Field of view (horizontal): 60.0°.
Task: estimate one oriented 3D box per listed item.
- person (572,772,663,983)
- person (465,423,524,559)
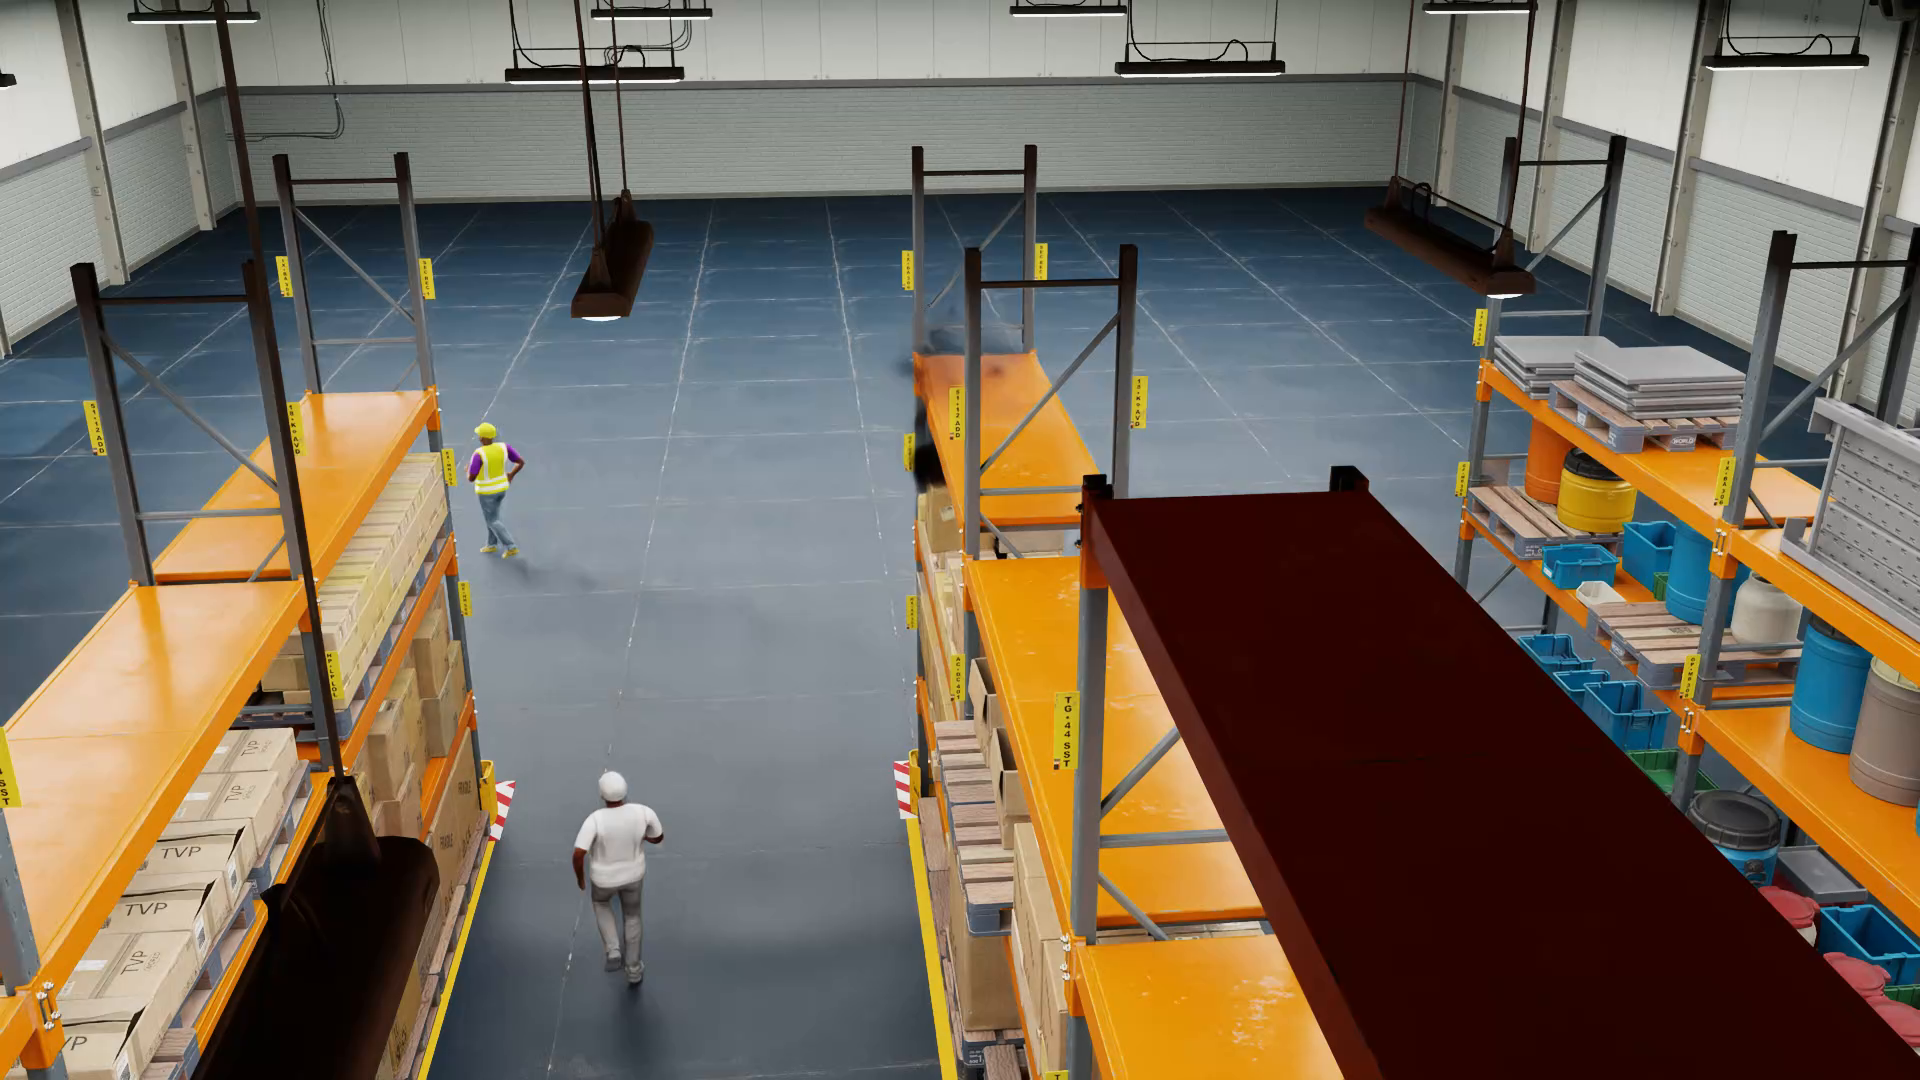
[{"bbox_3d":[-2.638,2.544,12.816,0.725,1.736,0.628,-8,23,-19],"label":"person"},{"bbox_3d":[-5.823,-0.598,20.725,0.841,1.789,0.688,13,25,30],"label":"person"}]
